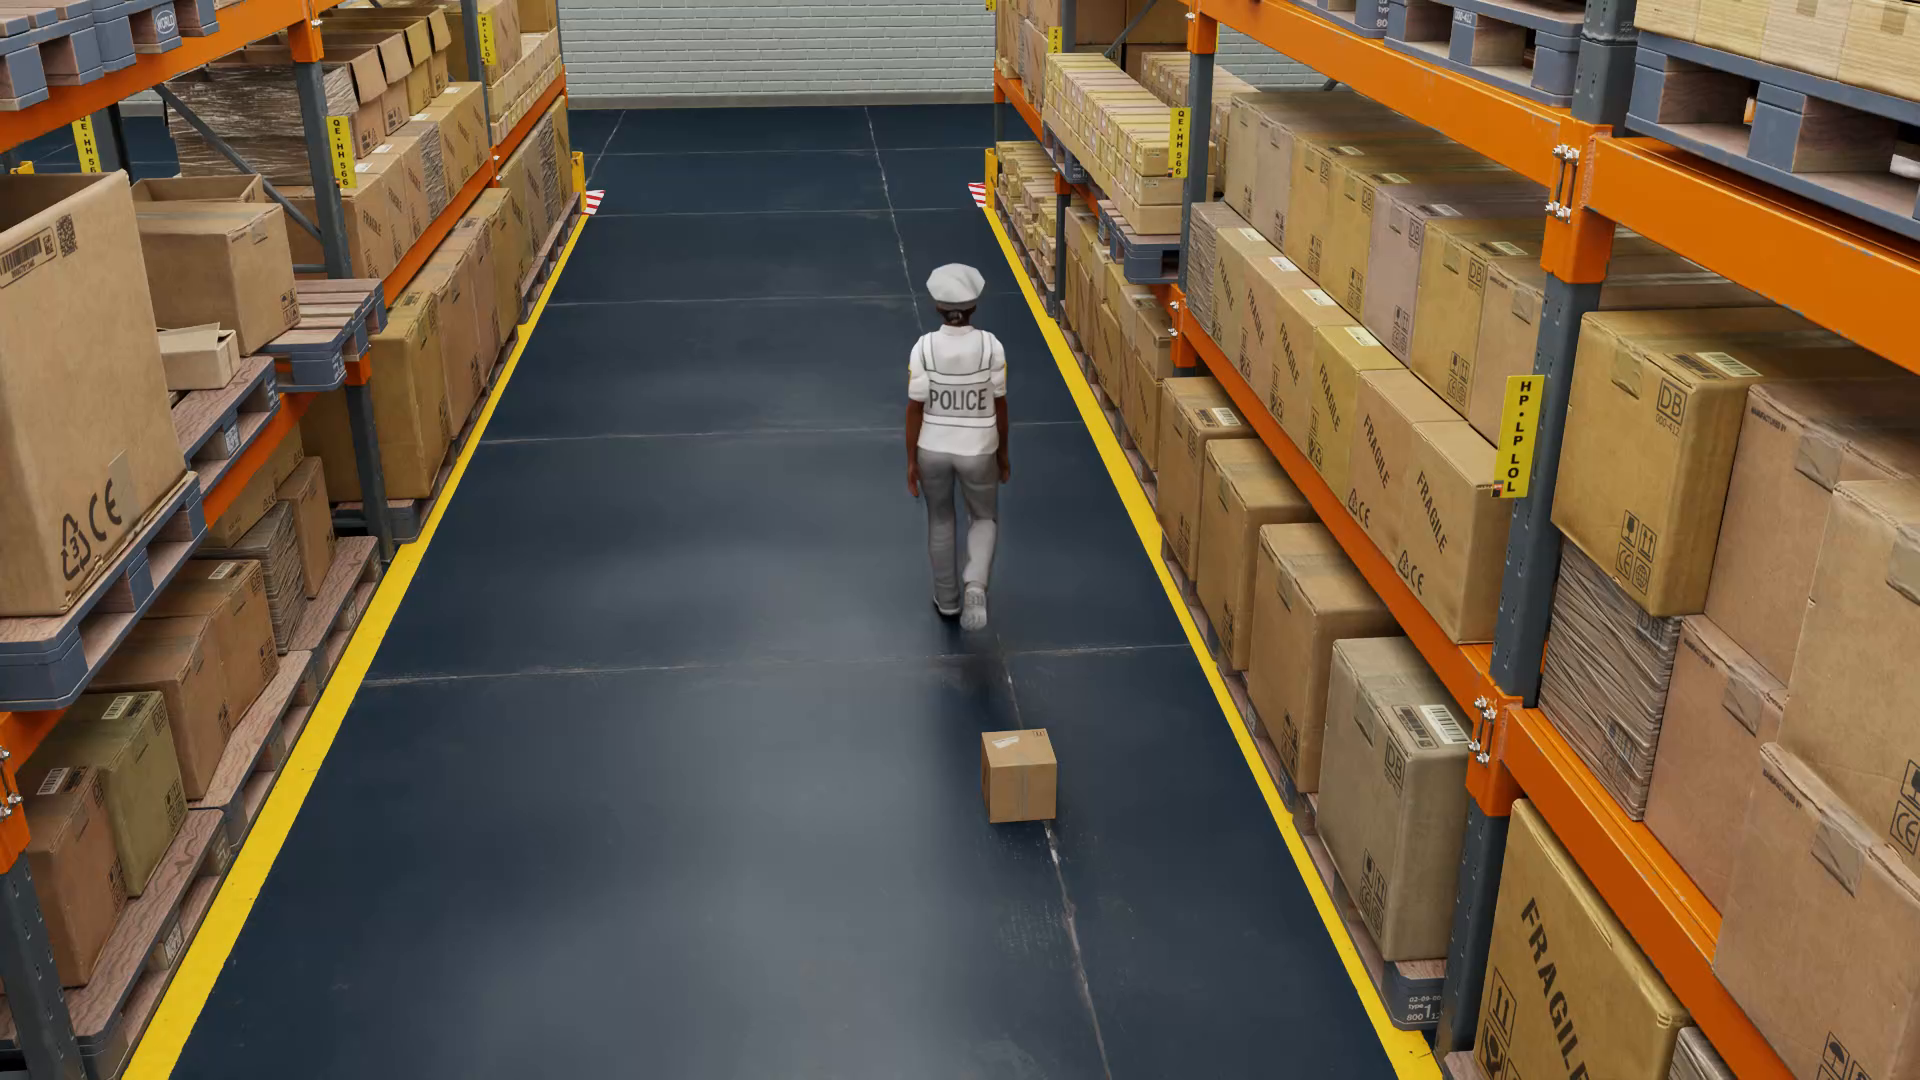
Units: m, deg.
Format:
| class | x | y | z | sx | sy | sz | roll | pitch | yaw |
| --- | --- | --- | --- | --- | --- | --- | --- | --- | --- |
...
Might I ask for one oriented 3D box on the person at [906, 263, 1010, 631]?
| class | x | y | z | sx | sy | sz | roll | pitch | yaw |
| --- | --- | --- | --- | --- | --- | --- | --- | --- | --- |
| person | -0.007 | -0.380 | 7.387 | 0.465 | 1.671 | 0.663 | 1 | 24 | 1 |
